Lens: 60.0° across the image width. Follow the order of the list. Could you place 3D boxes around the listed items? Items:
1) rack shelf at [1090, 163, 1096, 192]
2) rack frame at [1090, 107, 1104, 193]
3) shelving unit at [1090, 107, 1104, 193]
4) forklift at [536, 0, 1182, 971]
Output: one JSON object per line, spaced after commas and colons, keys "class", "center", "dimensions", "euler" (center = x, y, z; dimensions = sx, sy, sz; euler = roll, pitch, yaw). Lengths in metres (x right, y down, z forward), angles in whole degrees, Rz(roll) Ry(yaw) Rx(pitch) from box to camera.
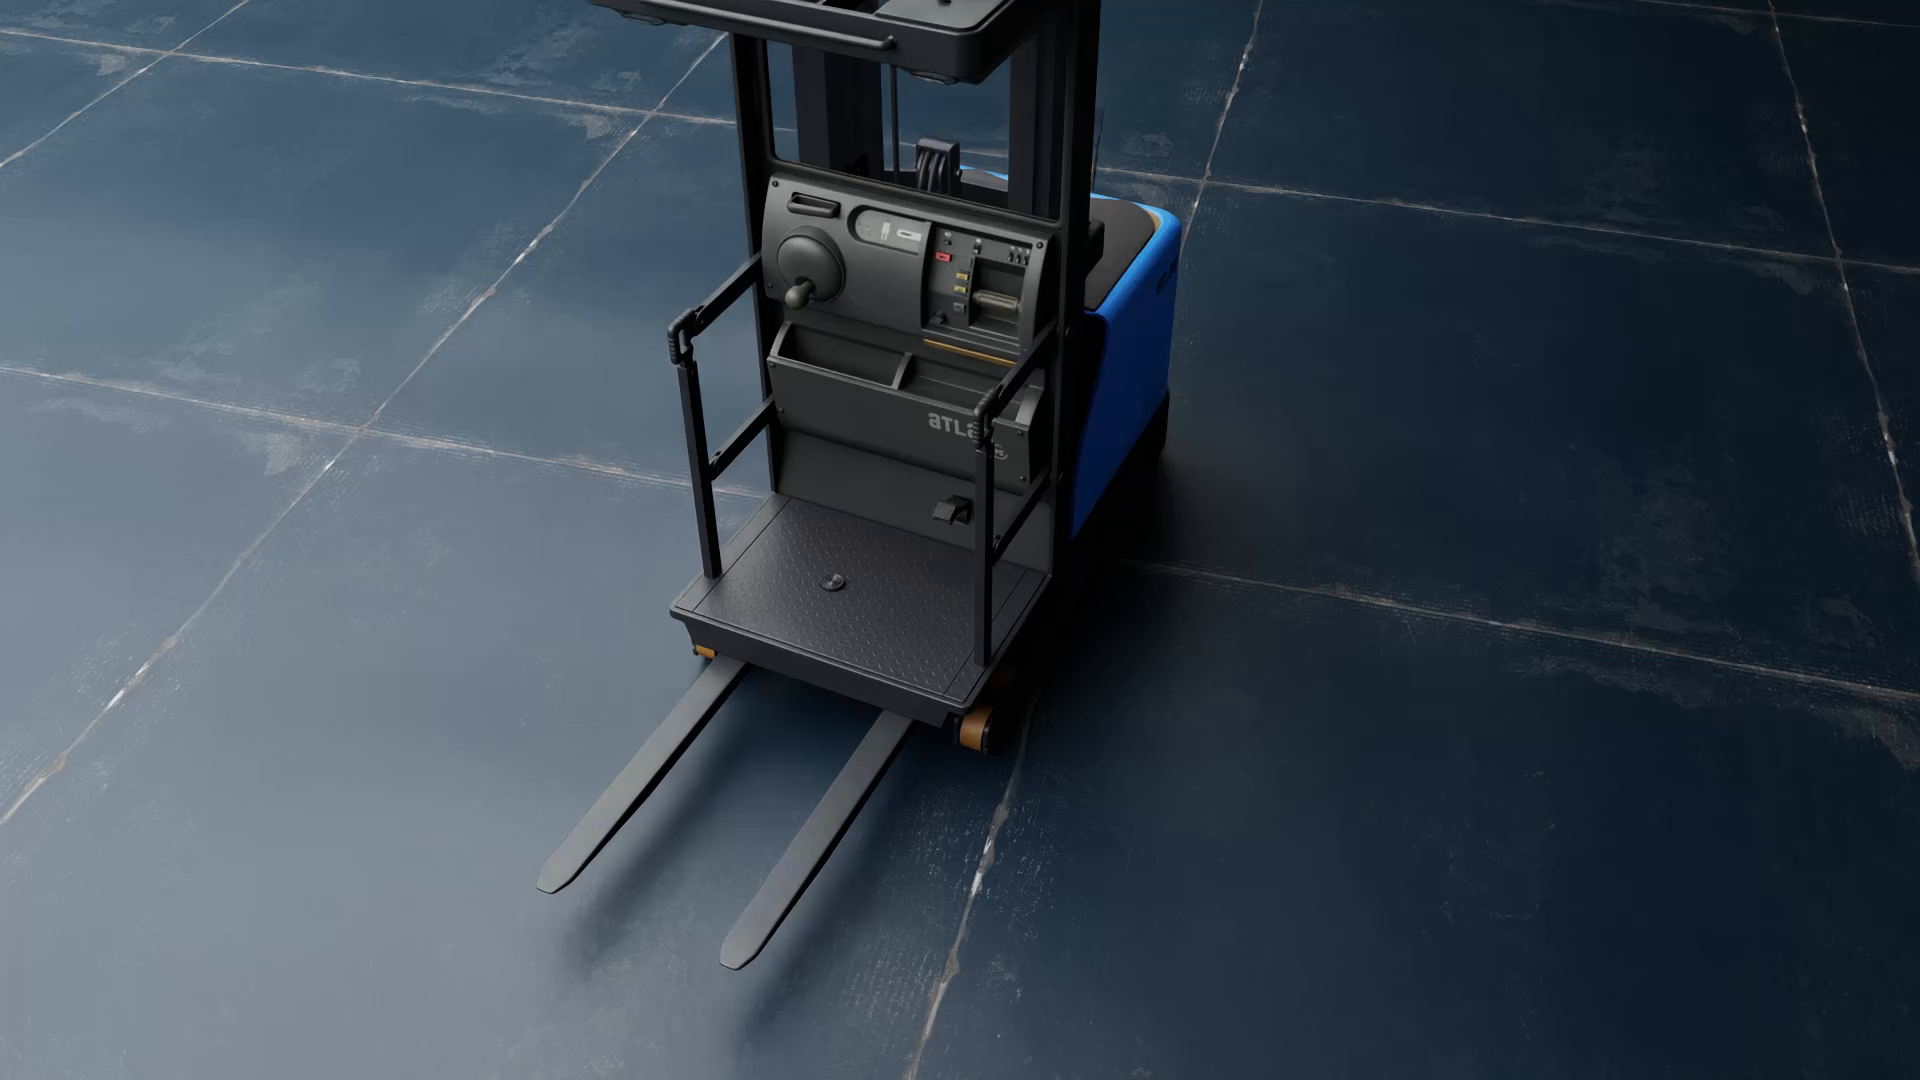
{"class": "rack shelf", "center": [0.423, -1.375, 6.449], "dimensions": [0.180, 0.103, 0.258], "euler": [8, 38, 5]}
{"class": "rack frame", "center": [0.492, -1.114, 6.636], "dimensions": [0.006, 1.200, 0.240], "euler": [8, 38, 5]}
{"class": "shelving unit", "center": [0.402, -1.127, 6.644], "dimensions": [0.189, 1.200, 0.258], "euler": [8, 38, 5]}
{"class": "forklift", "center": [-0.266, -0.756, 4.871], "dimensions": [1.130, 2.935, 3.031], "euler": [17, 43, 19]}
